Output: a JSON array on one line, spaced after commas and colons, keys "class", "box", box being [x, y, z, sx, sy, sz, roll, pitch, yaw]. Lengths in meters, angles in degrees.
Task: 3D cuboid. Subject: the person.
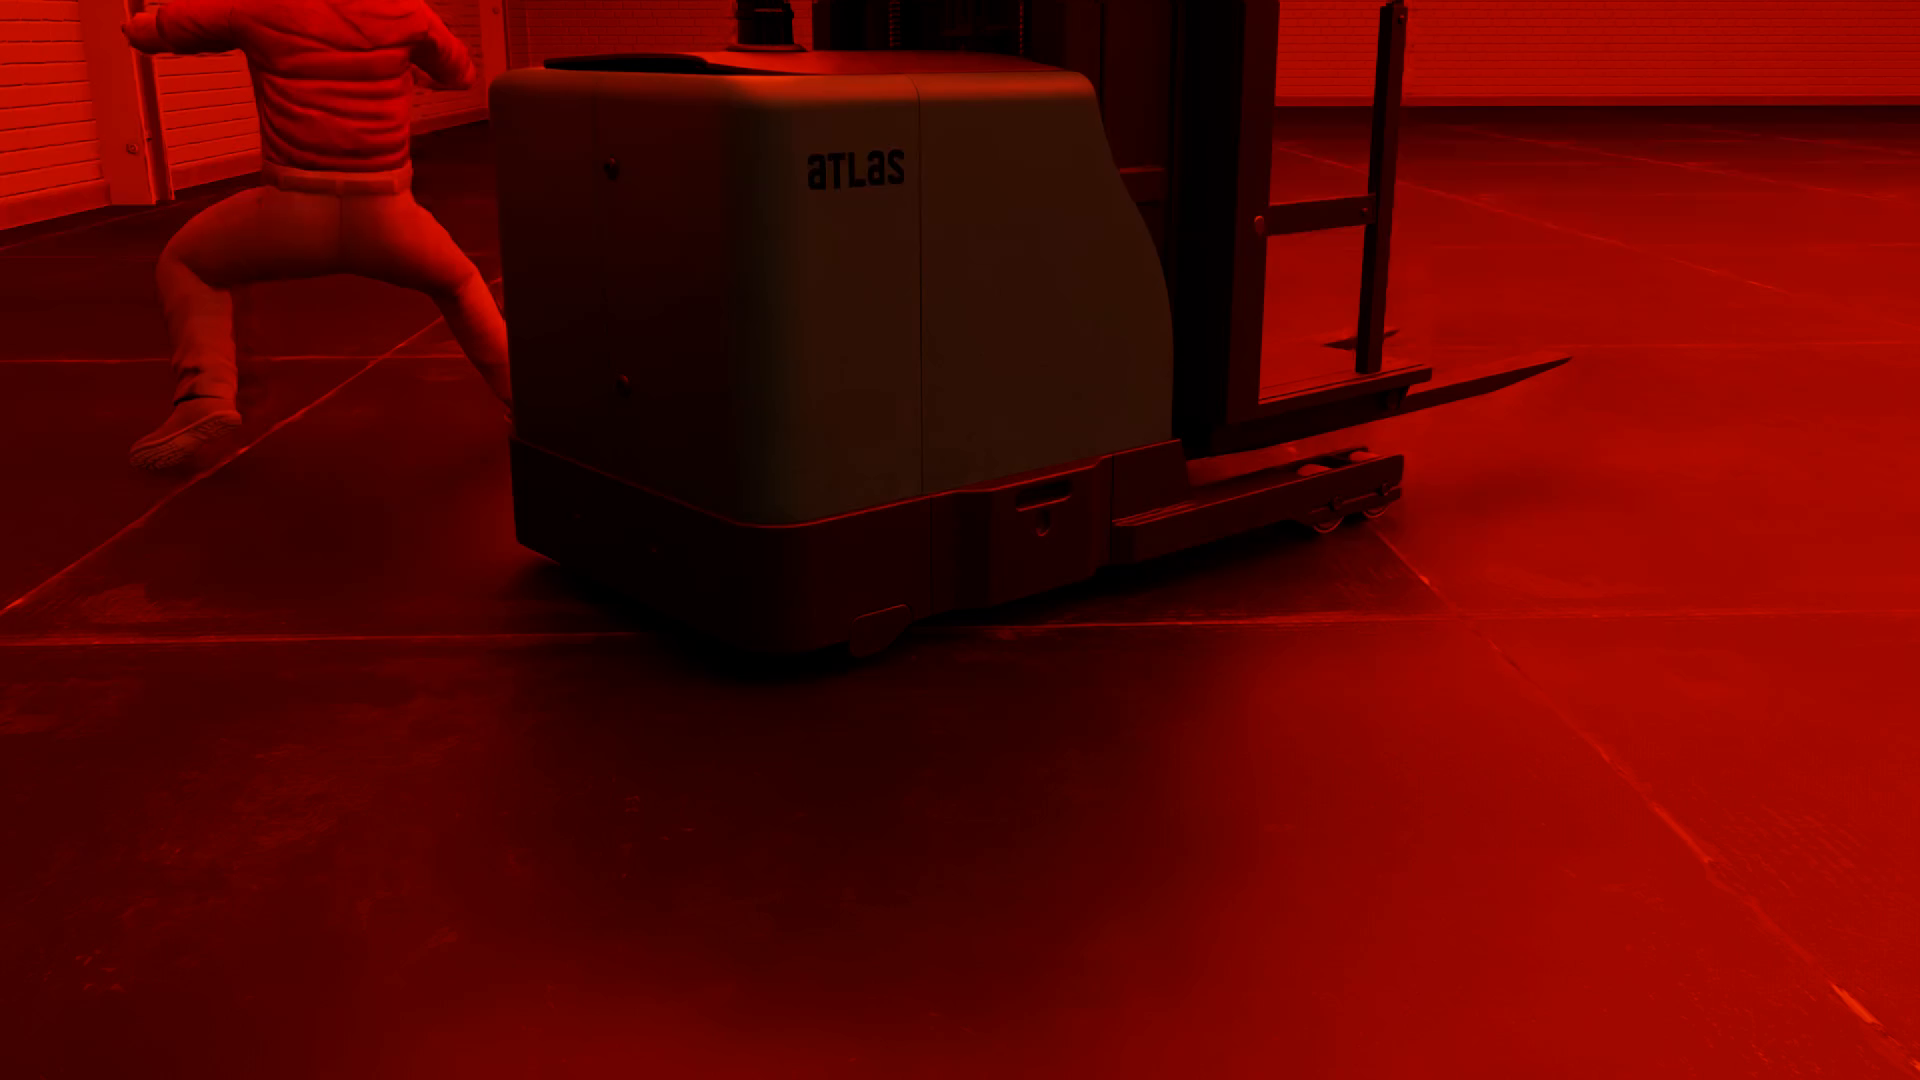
[{"class": "person", "box": [-1.751, -0.979, 4.592, 1.146, 1.505, 0.688, -6, 18, -19]}]

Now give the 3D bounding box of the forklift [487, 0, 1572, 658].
[{"class": "forklift", "box": [0.459, -1.519, 3.874, 3.031, 2.935, 1.130, -14, 22, -39]}]
